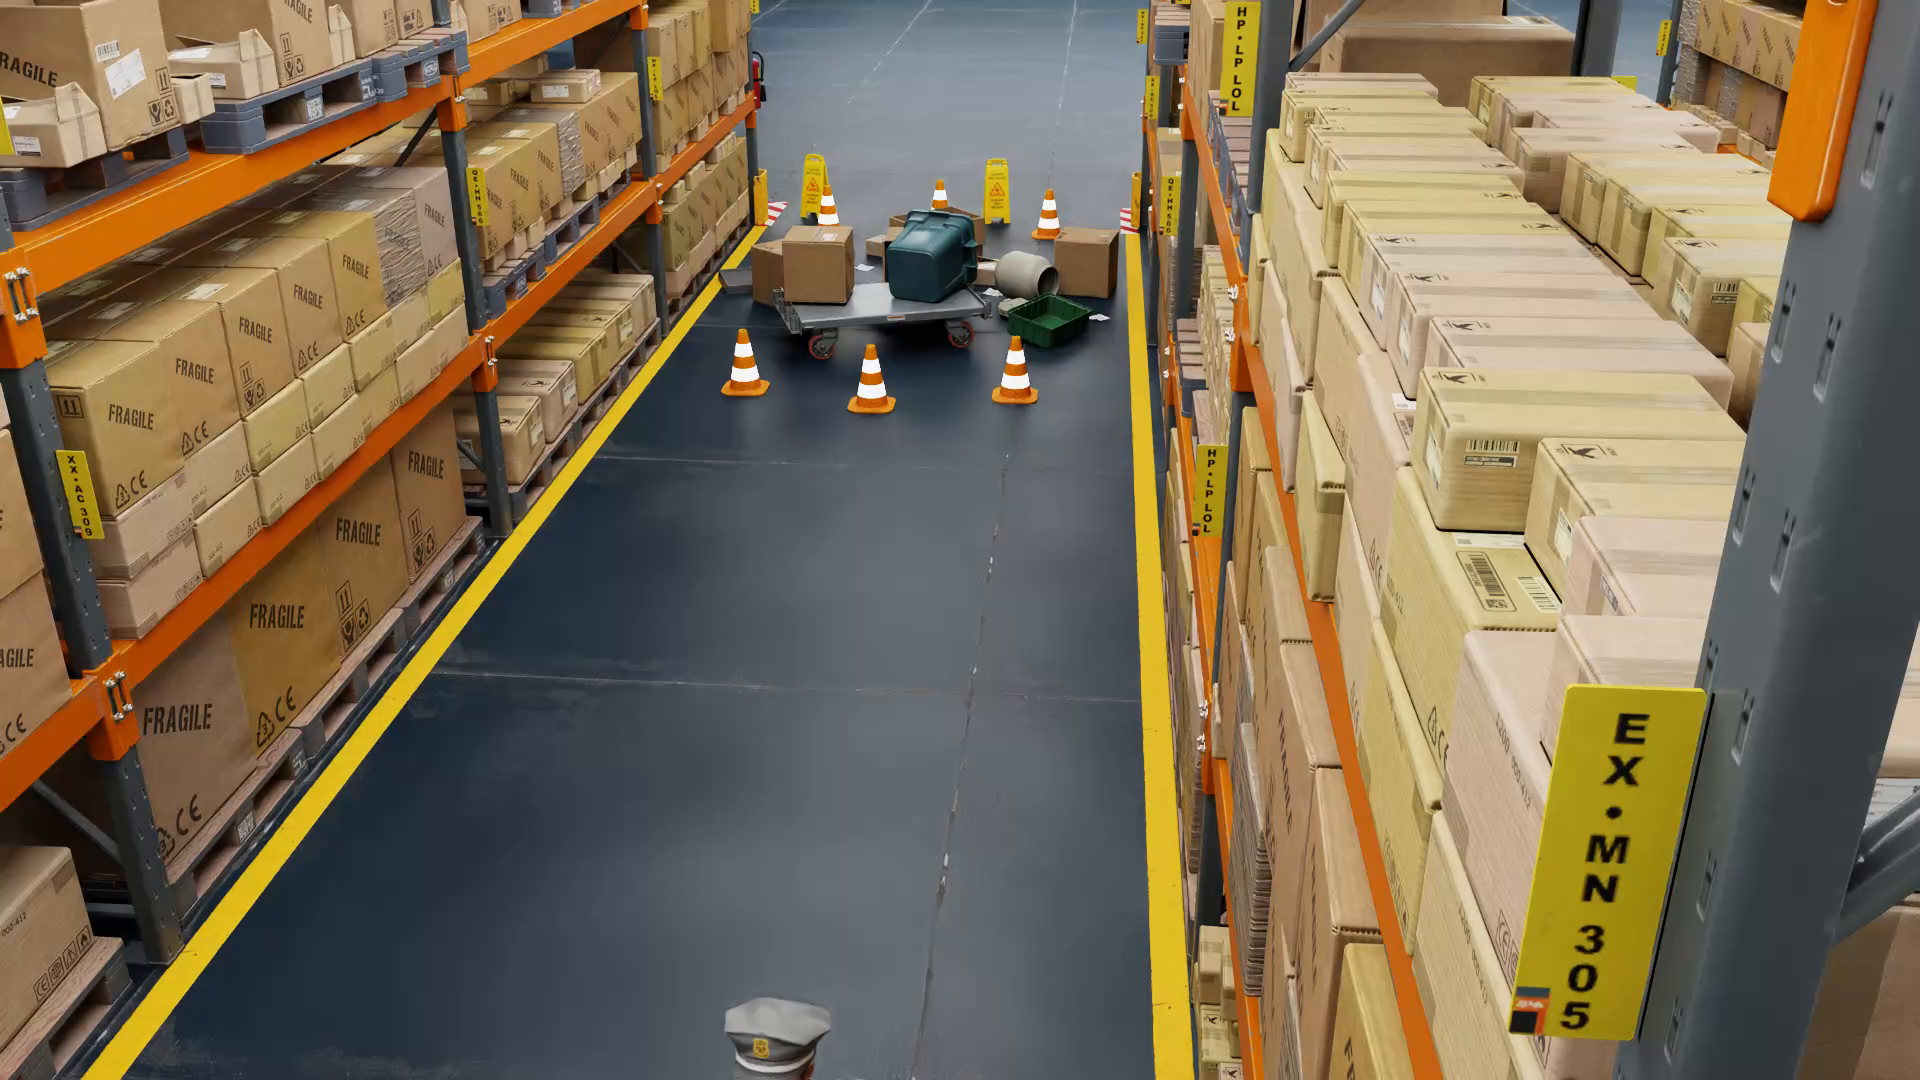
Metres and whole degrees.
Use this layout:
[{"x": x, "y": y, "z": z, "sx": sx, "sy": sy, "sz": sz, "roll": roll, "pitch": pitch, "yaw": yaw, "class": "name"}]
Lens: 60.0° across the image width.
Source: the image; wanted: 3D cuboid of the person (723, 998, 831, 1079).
[{"x": -1.237, "y": -0.653, "z": 6.673, "sx": 5.304, "sy": 2.347, "sz": 21.858, "roll": 2, "pitch": 25, "yaw": 4, "class": "person"}]
